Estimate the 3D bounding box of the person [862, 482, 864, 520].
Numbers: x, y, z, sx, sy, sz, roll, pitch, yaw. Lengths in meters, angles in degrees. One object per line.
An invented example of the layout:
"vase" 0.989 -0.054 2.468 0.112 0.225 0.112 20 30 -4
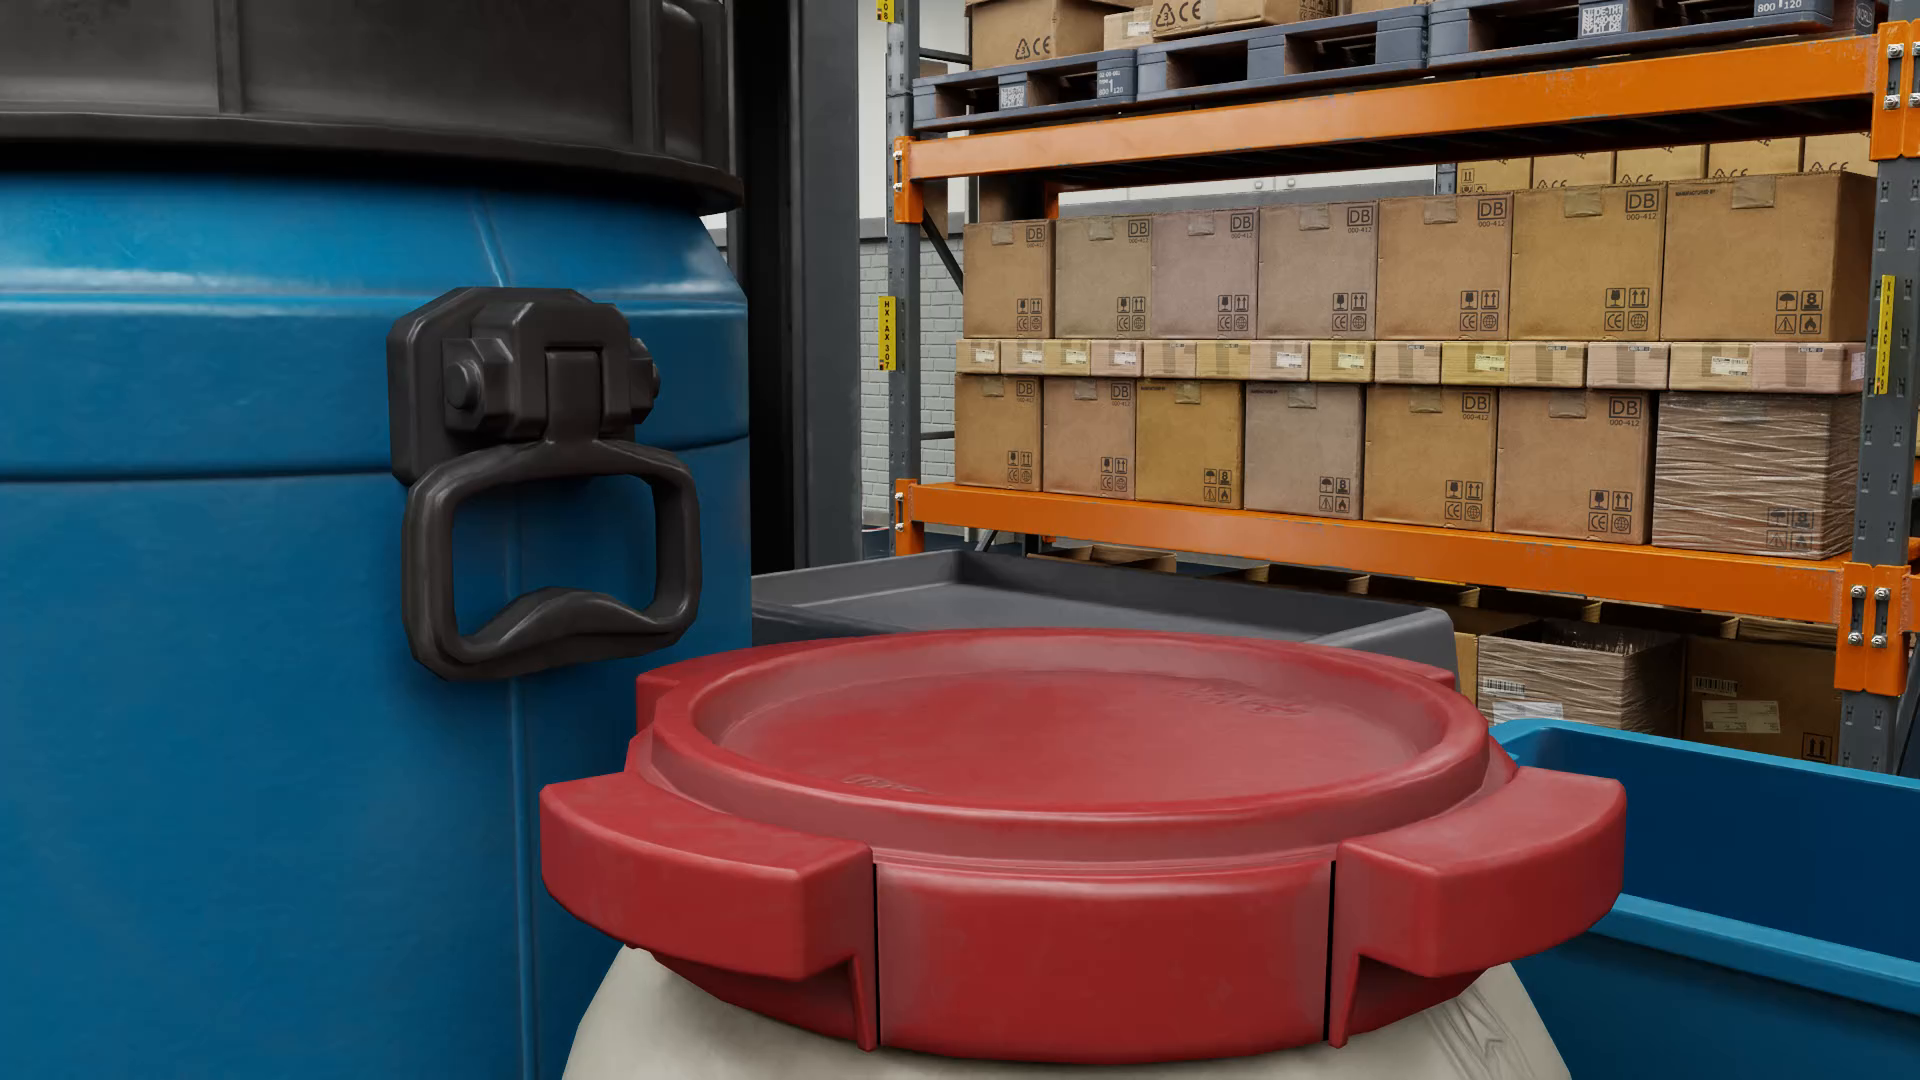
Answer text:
"person" -0.803 -0.089 9.978 0.523 1.658 0.395 6 9 40
